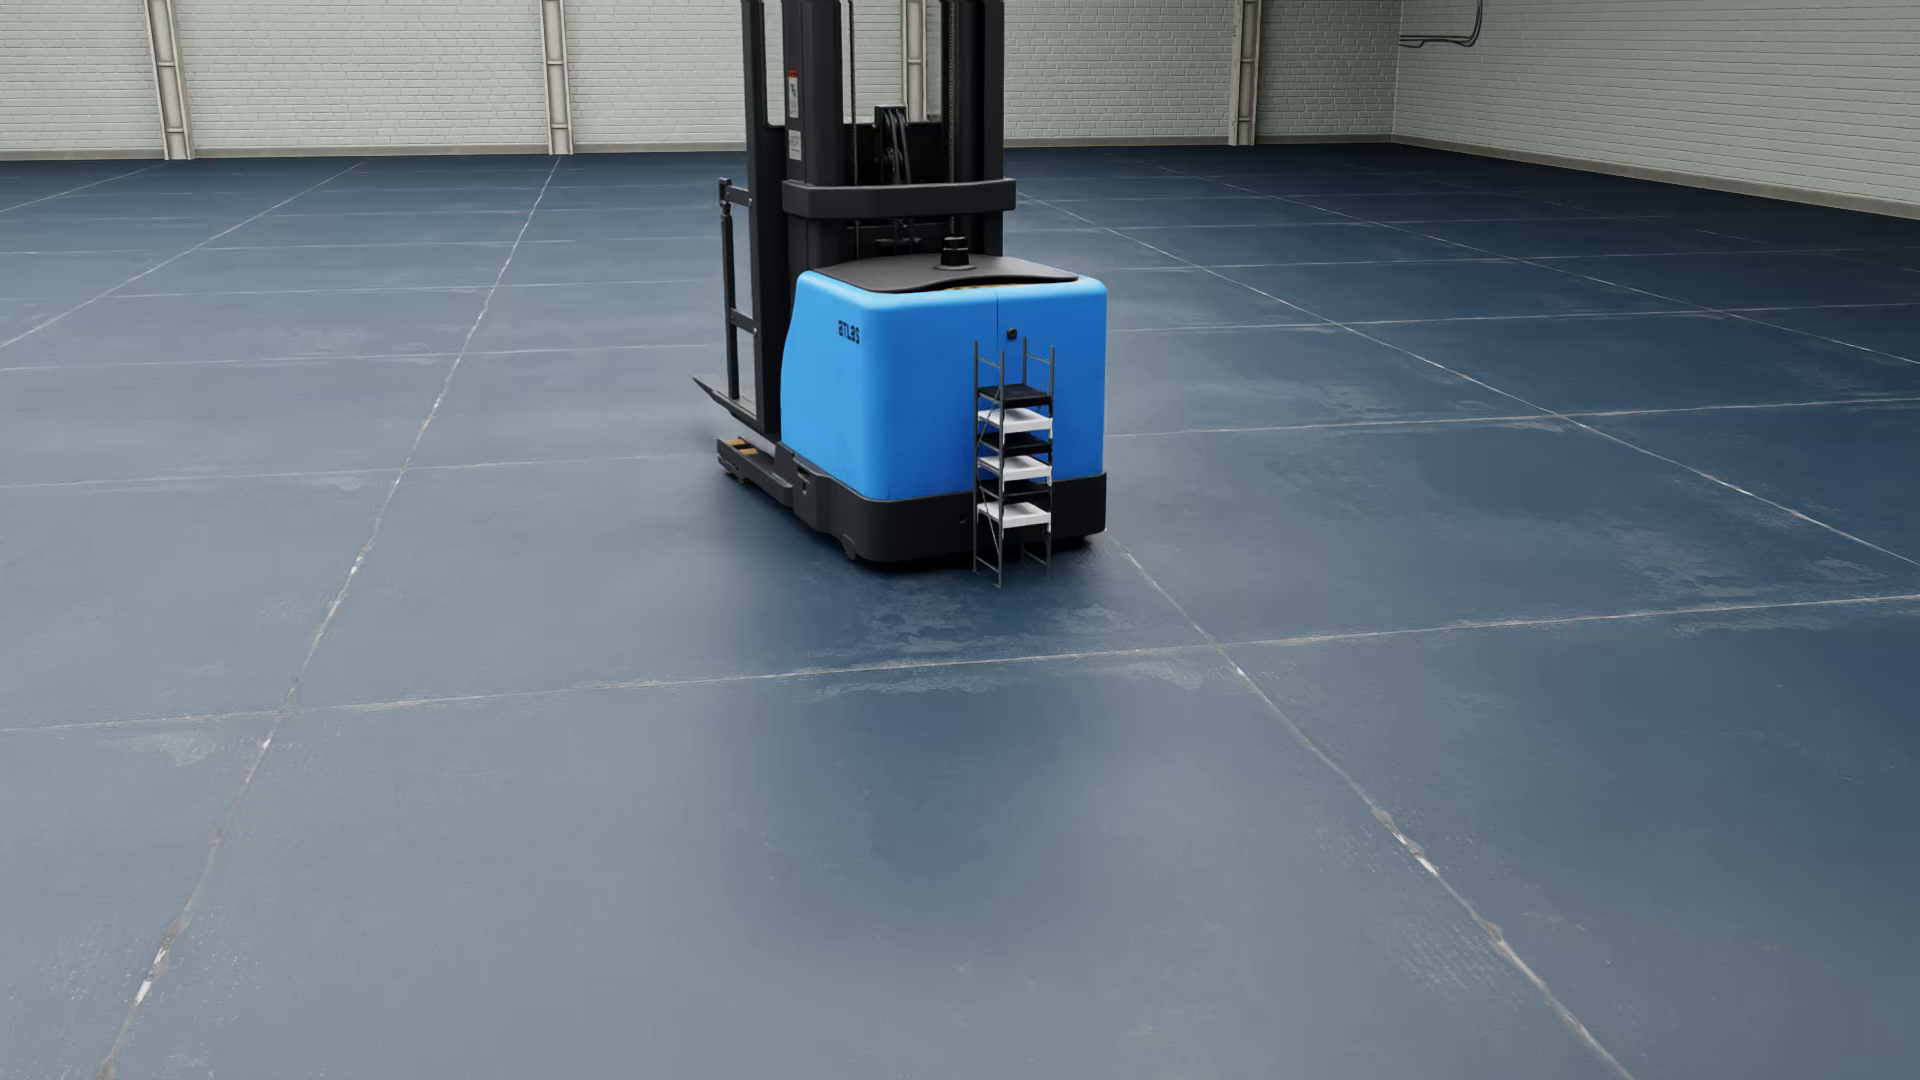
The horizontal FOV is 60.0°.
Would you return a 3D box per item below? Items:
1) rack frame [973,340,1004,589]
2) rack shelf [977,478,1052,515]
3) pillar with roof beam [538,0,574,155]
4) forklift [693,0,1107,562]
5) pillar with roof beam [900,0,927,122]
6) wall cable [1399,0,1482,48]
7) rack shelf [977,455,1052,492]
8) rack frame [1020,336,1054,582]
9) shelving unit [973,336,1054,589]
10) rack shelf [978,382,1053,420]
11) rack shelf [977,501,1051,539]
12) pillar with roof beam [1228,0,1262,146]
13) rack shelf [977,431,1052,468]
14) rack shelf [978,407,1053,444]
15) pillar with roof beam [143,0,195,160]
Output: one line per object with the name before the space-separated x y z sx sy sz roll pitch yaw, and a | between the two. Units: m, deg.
rack frame | 0.105 -0.278 6.182 0.006 0.900 0.240 -8 19 -24
rack shelf | 0.197 -0.172 6.260 0.200 0.077 0.258 -8 19 -24
pillar with roof beam | -5.876 -9.547 22.567 0.400 9.000 9.100 -3 17 -10
forklift | -0.490 -1.706 7.373 1.130 2.935 3.031 -8 19 -24
pillar with roof beam | 0.015 -9.881 23.655 0.400 9.000 9.100 -3 17 -10
wall cable | 8.233 -9.755 28.533 0.112 2.526 3.097 -3 17 -10
rack shelf | 0.197 -0.258 6.233 0.200 0.077 0.258 -8 19 -24
rack frame | 0.289 -0.303 6.264 0.006 0.900 0.240 -8 19 -24
shelving unit | 0.197 -0.290 6.223 0.210 0.900 0.258 -8 19 -24
rack shelf | 0.197 -0.516 6.153 0.200 0.077 0.258 -8 19 -24
rack shelf | 0.197 -0.086 6.286 0.200 0.077 0.258 -8 19 -24
pillar with roof beam | 5.906 -10.215 24.743 0.400 9.000 9.100 -3 17 -10
rack shelf | 0.197 -0.344 6.206 0.200 0.077 0.258 -8 19 -24
rack shelf | 0.197 -0.430 6.180 0.200 0.077 0.258 -8 19 -24
pillar with roof beam | -11.767 -9.212 21.479 0.400 9.000 9.100 -3 17 -10
